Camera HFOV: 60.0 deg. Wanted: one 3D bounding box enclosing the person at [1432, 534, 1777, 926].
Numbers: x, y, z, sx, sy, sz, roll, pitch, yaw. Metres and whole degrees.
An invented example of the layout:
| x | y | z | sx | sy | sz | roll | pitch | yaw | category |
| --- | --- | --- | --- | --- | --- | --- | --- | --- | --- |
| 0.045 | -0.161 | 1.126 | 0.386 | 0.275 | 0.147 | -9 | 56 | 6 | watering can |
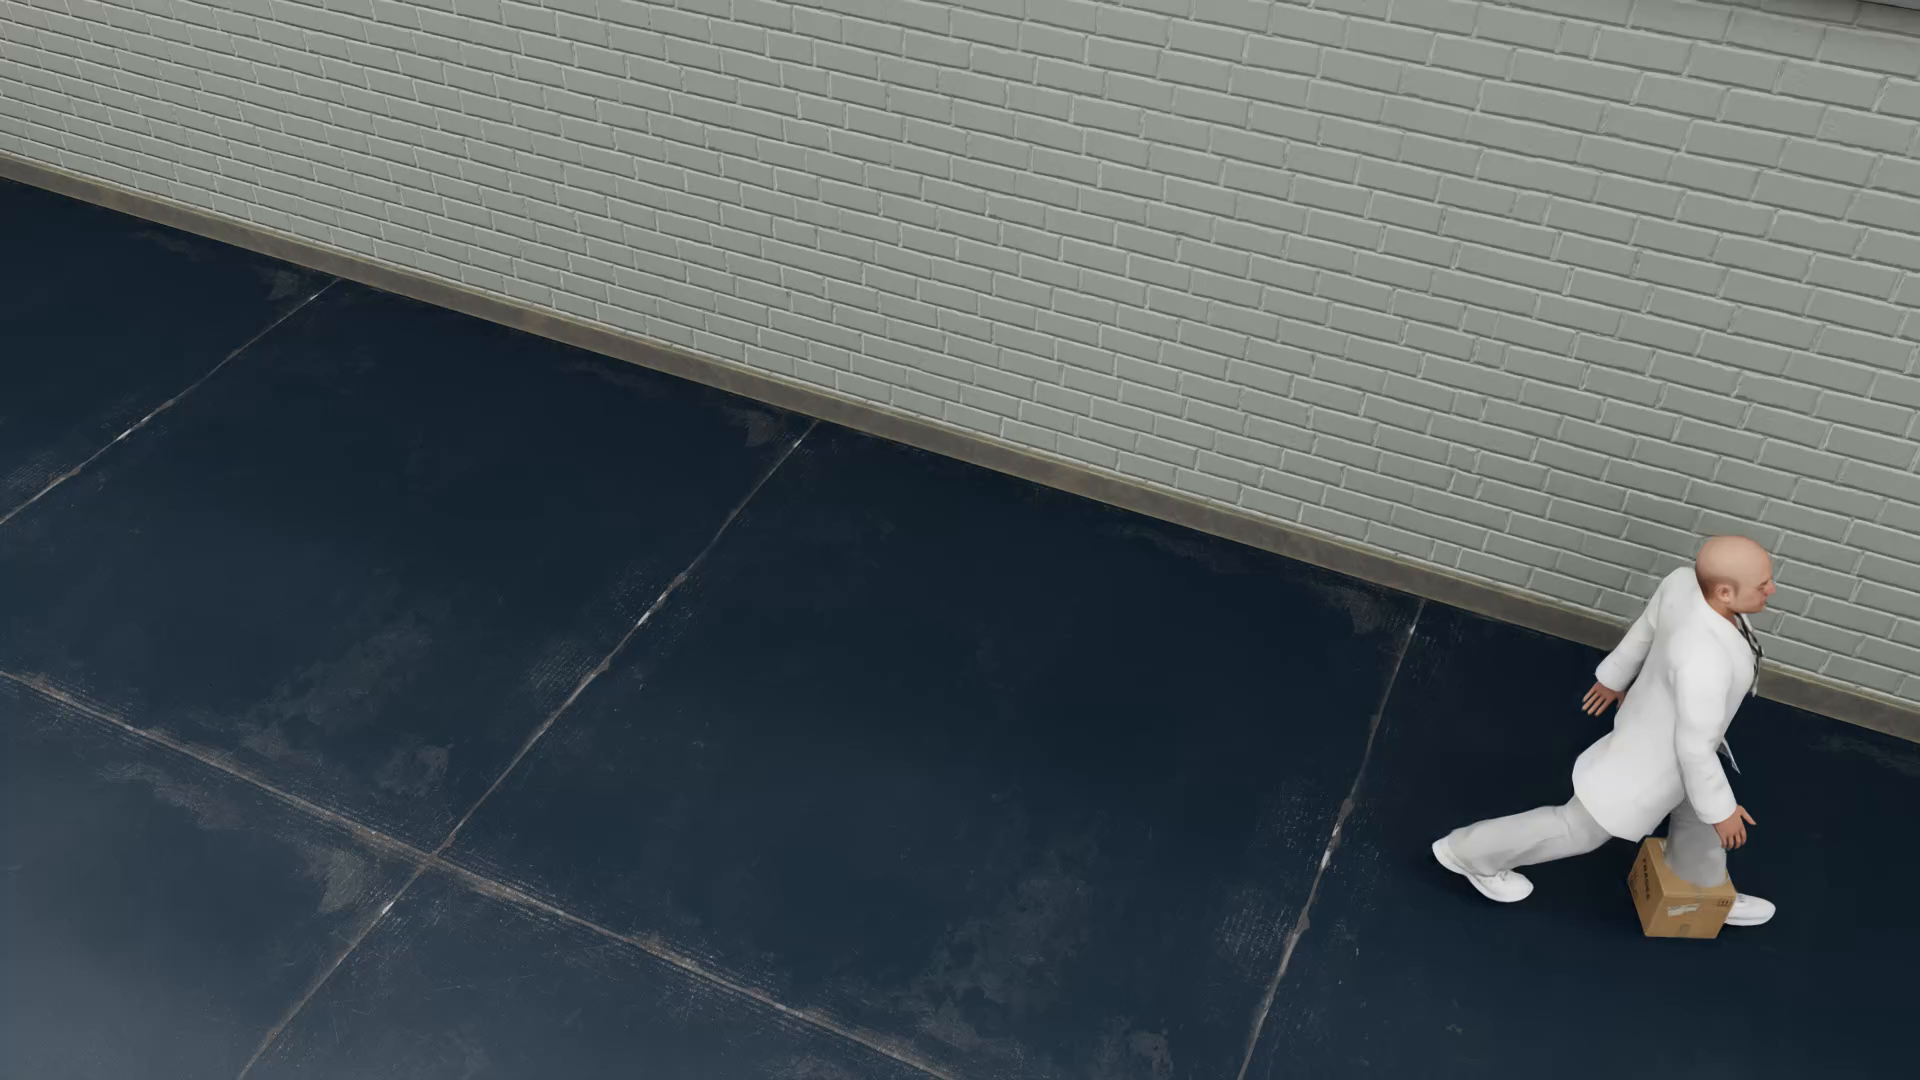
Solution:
| x | y | z | sx | sy | sz | roll | pitch | yaw | category |
| --- | --- | --- | --- | --- | --- | --- | --- | --- | --- |
| 2.283 | 0.662 | 5.431 | 1.179 | 1.727 | 0.630 | 14 | 43 | 15 | person |
